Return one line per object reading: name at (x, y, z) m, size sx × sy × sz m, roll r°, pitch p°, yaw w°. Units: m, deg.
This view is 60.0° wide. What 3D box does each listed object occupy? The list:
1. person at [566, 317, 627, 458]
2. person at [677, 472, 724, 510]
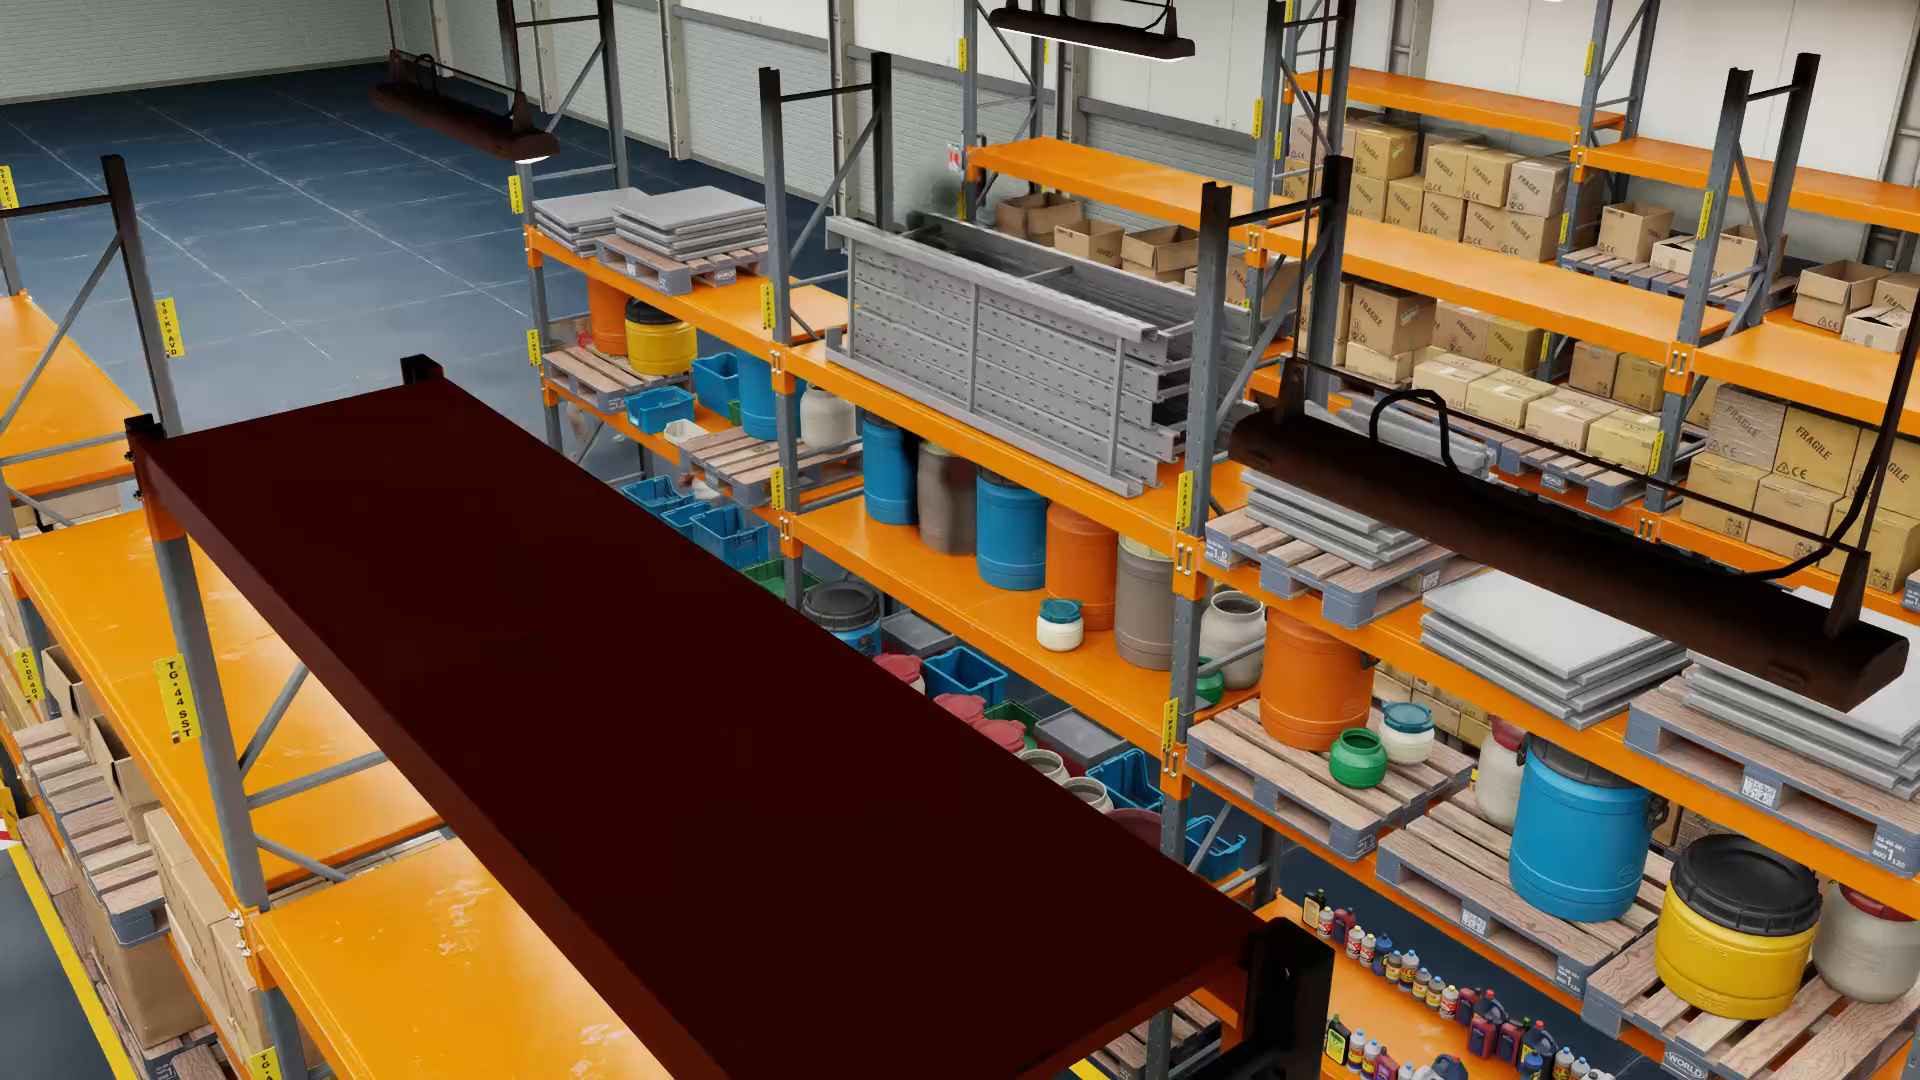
person at (-4.444, -1.860, 20.156) m, size 0.925 × 1.787 × 0.672 m, roll -5°, pitch 26°, yaw -10°
person at (-2.612, -0.501, 17.406) m, size 0.757 × 1.729 × 0.749 m, roll 17°, pitch 31°, yaw 31°
